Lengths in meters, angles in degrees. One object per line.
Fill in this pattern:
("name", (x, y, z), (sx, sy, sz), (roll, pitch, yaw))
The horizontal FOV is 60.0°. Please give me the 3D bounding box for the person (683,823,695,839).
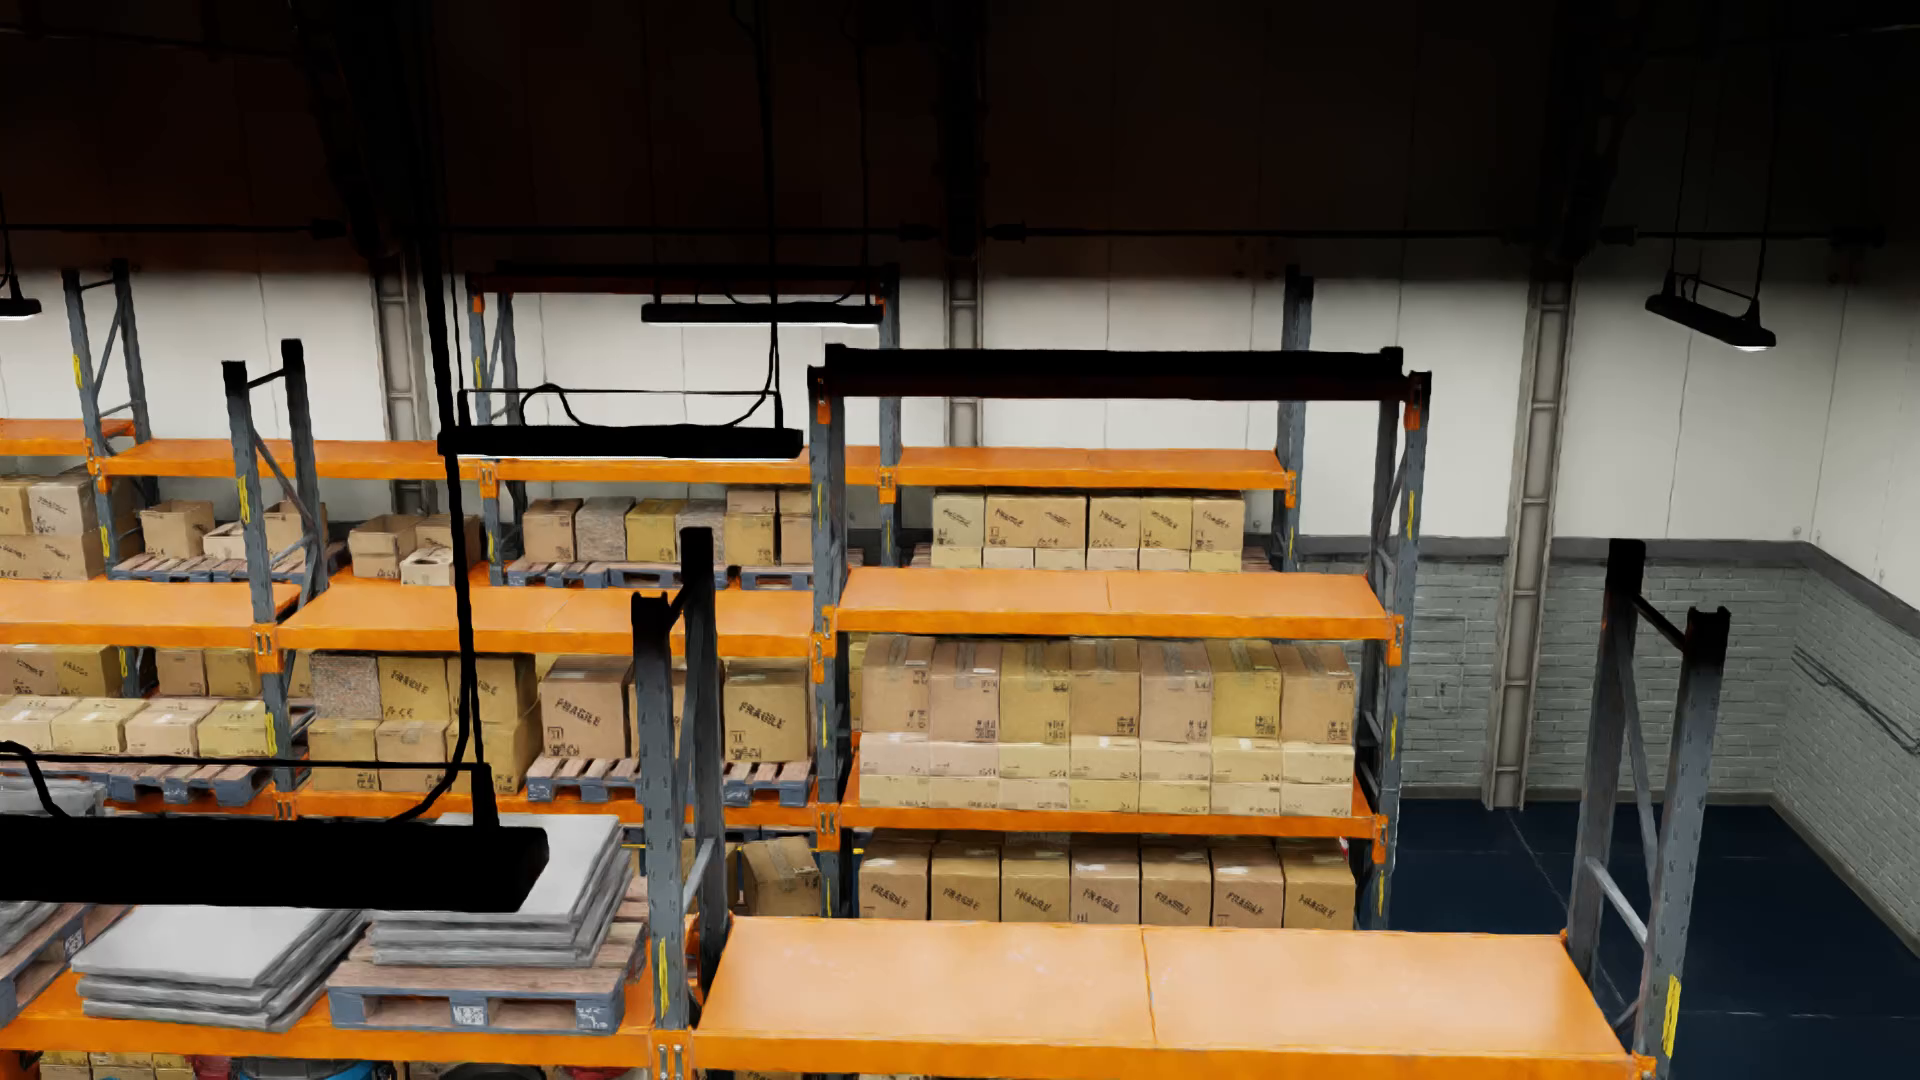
("person", (-2.442, 2.962, 15.303), (1.122, 1.706, 0.562), (1, 16, 4))
